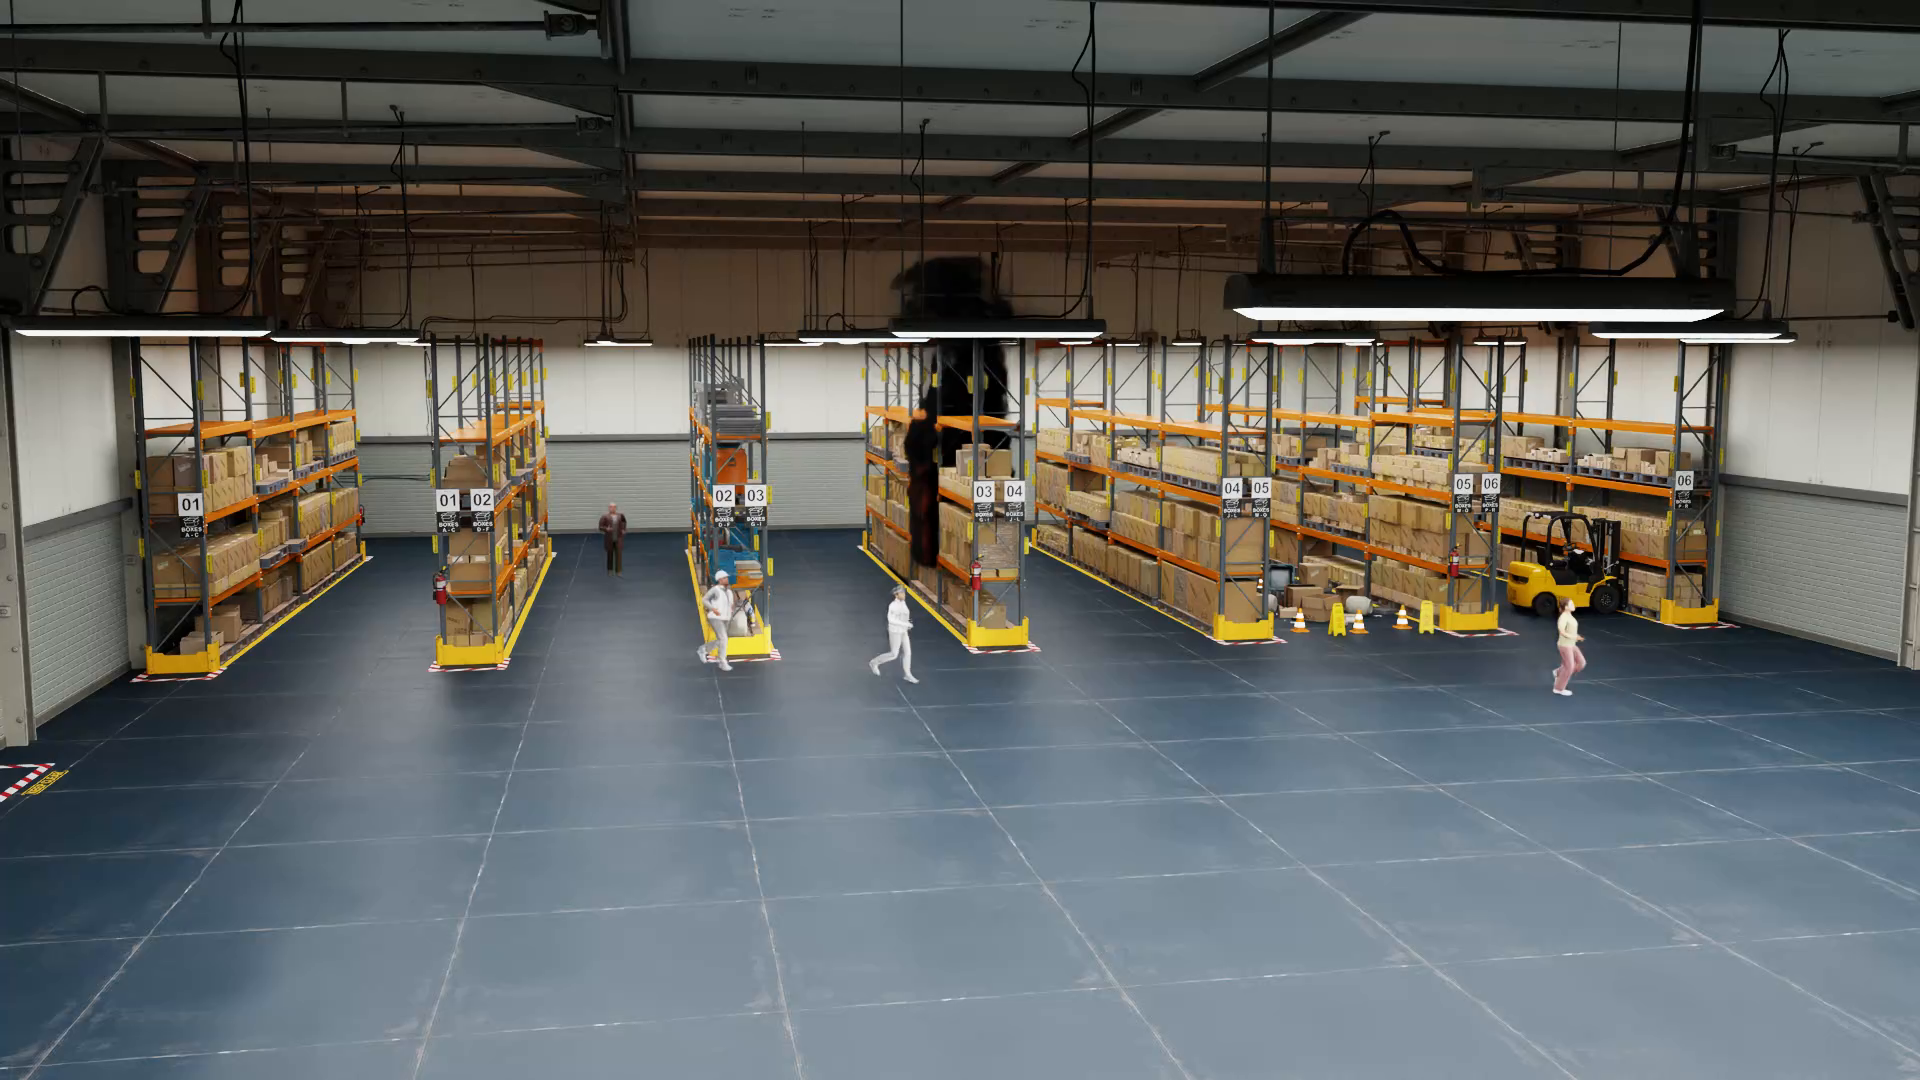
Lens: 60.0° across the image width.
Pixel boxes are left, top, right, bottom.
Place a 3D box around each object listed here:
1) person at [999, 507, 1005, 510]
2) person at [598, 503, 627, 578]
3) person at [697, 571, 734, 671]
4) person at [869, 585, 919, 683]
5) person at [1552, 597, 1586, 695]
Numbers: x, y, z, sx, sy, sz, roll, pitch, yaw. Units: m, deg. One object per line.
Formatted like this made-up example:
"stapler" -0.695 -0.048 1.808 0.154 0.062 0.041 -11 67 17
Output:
"person" 1.110 -0.743 49.064 0.786 1.692 0.560 5 8 39
"person" -8.213 0.028 39.485 0.711 1.826 1.008 -3 7 -22
"person" -4.346 1.429 30.048 0.852 1.760 0.692 4 8 32
"person" -1.117 1.608 28.758 0.882 1.702 0.625 3 7 24
"person" 10.098 1.761 27.589 0.539 1.631 0.574 5 8 35
